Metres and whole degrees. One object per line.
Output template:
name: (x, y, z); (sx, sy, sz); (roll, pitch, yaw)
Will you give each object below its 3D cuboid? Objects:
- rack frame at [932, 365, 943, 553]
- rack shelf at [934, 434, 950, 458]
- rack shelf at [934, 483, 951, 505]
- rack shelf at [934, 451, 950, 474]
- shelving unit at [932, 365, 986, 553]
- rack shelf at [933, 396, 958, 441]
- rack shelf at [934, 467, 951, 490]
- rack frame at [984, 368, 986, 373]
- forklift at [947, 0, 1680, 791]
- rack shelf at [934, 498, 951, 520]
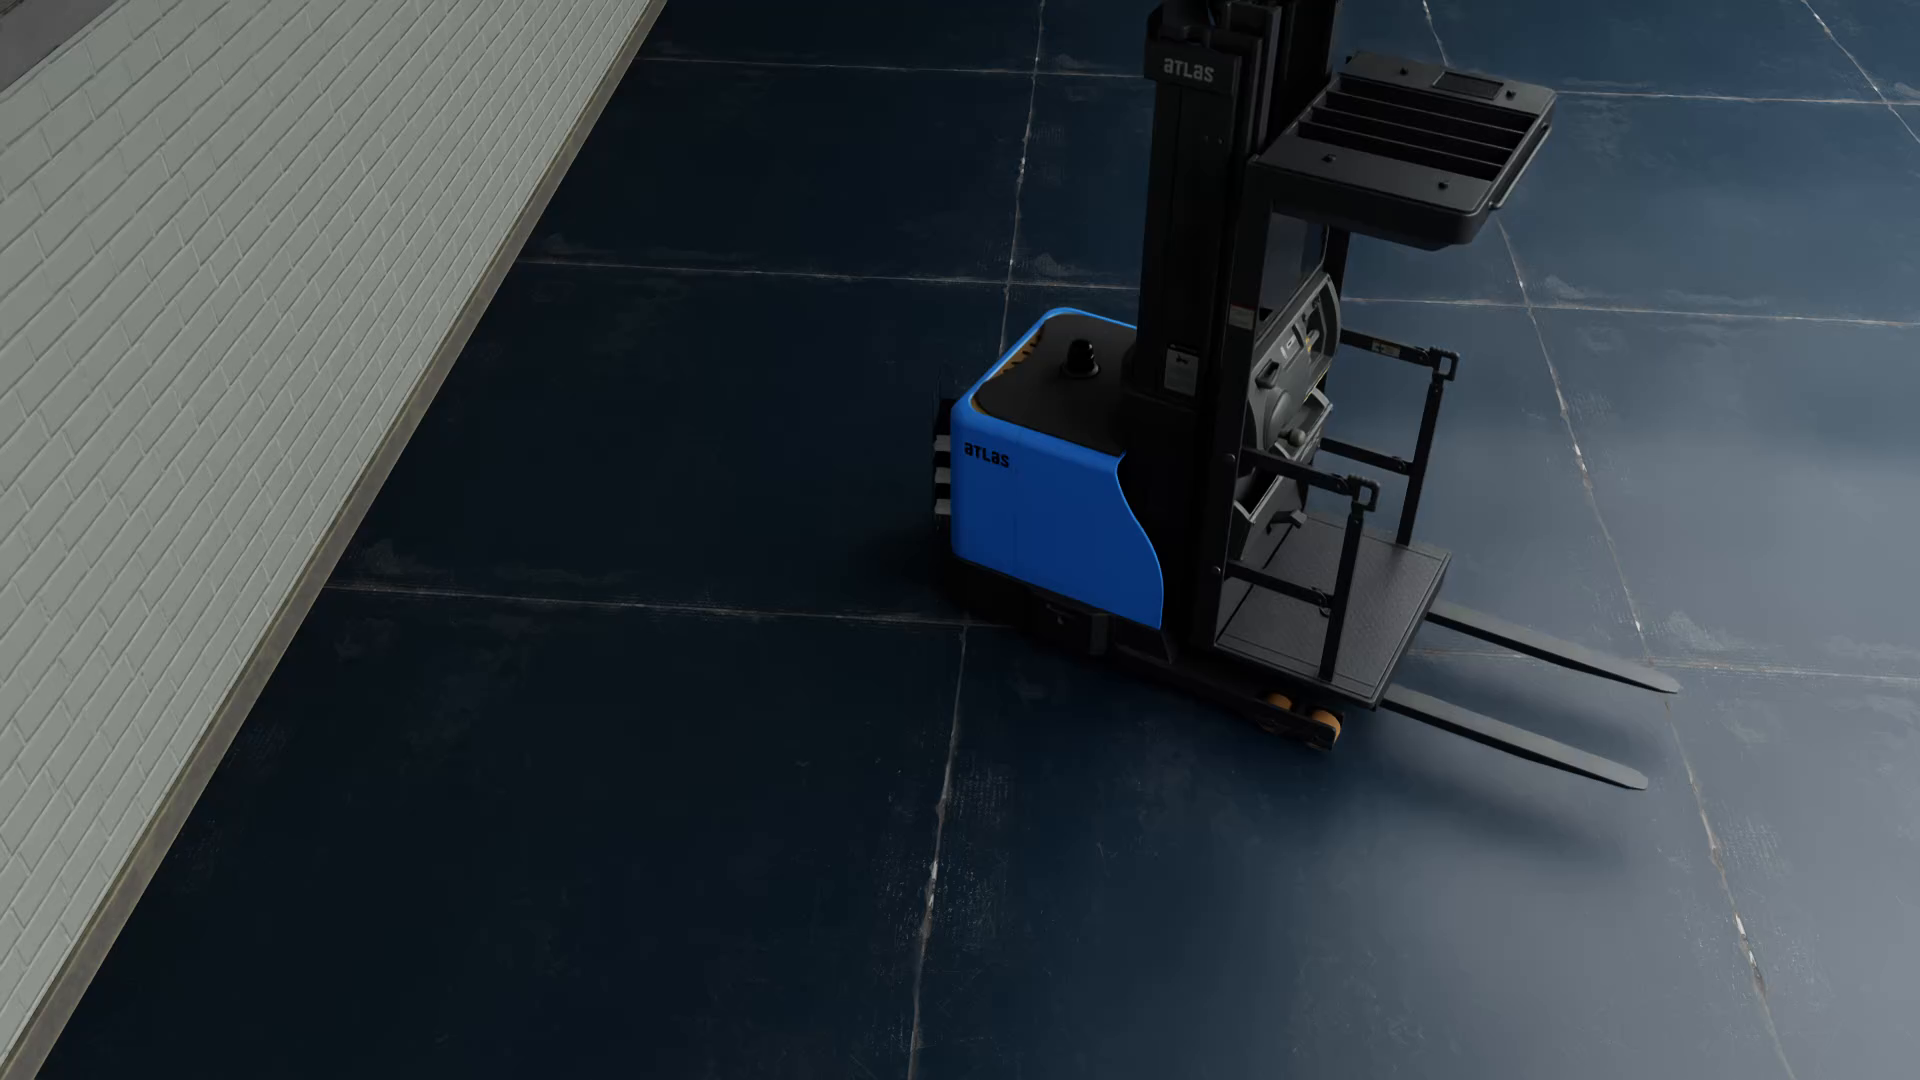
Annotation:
rack frame: (-0.104, -0.364, 7.654); (0.006, 0.900, 0.240); (5, 39, 6)
rack shelf: (-0.003, -0.469, 7.551); (0.200, 0.077, 0.258); (5, 39, 6)
rack shelf: (-0.003, -0.259, 7.721); (0.200, 0.077, 0.258); (5, 39, 6)
rack shelf: (-0.003, -0.399, 7.608); (0.200, 0.077, 0.258); (5, 39, 6)
shelving unit: (-0.003, -0.355, 7.644); (0.210, 0.900, 0.258); (5, 39, 6)
rack shelf: (-0.003, -0.538, 7.494); (0.200, 0.077, 0.258); (5, 39, 6)
rack shelf: (-0.003, -0.329, 7.665); (0.200, 0.077, 0.258); (5, 39, 6)
rack frame: (0.098, -0.346, 7.633); (0.006, 0.900, 0.240); (5, 39, 6)
forklift: (1.481, -0.658, 6.407); (3.031, 2.935, 1.130); (20, 43, 22)
rack shelf: (-0.003, -0.189, 7.778); (0.200, 0.077, 0.258); (5, 39, 6)
